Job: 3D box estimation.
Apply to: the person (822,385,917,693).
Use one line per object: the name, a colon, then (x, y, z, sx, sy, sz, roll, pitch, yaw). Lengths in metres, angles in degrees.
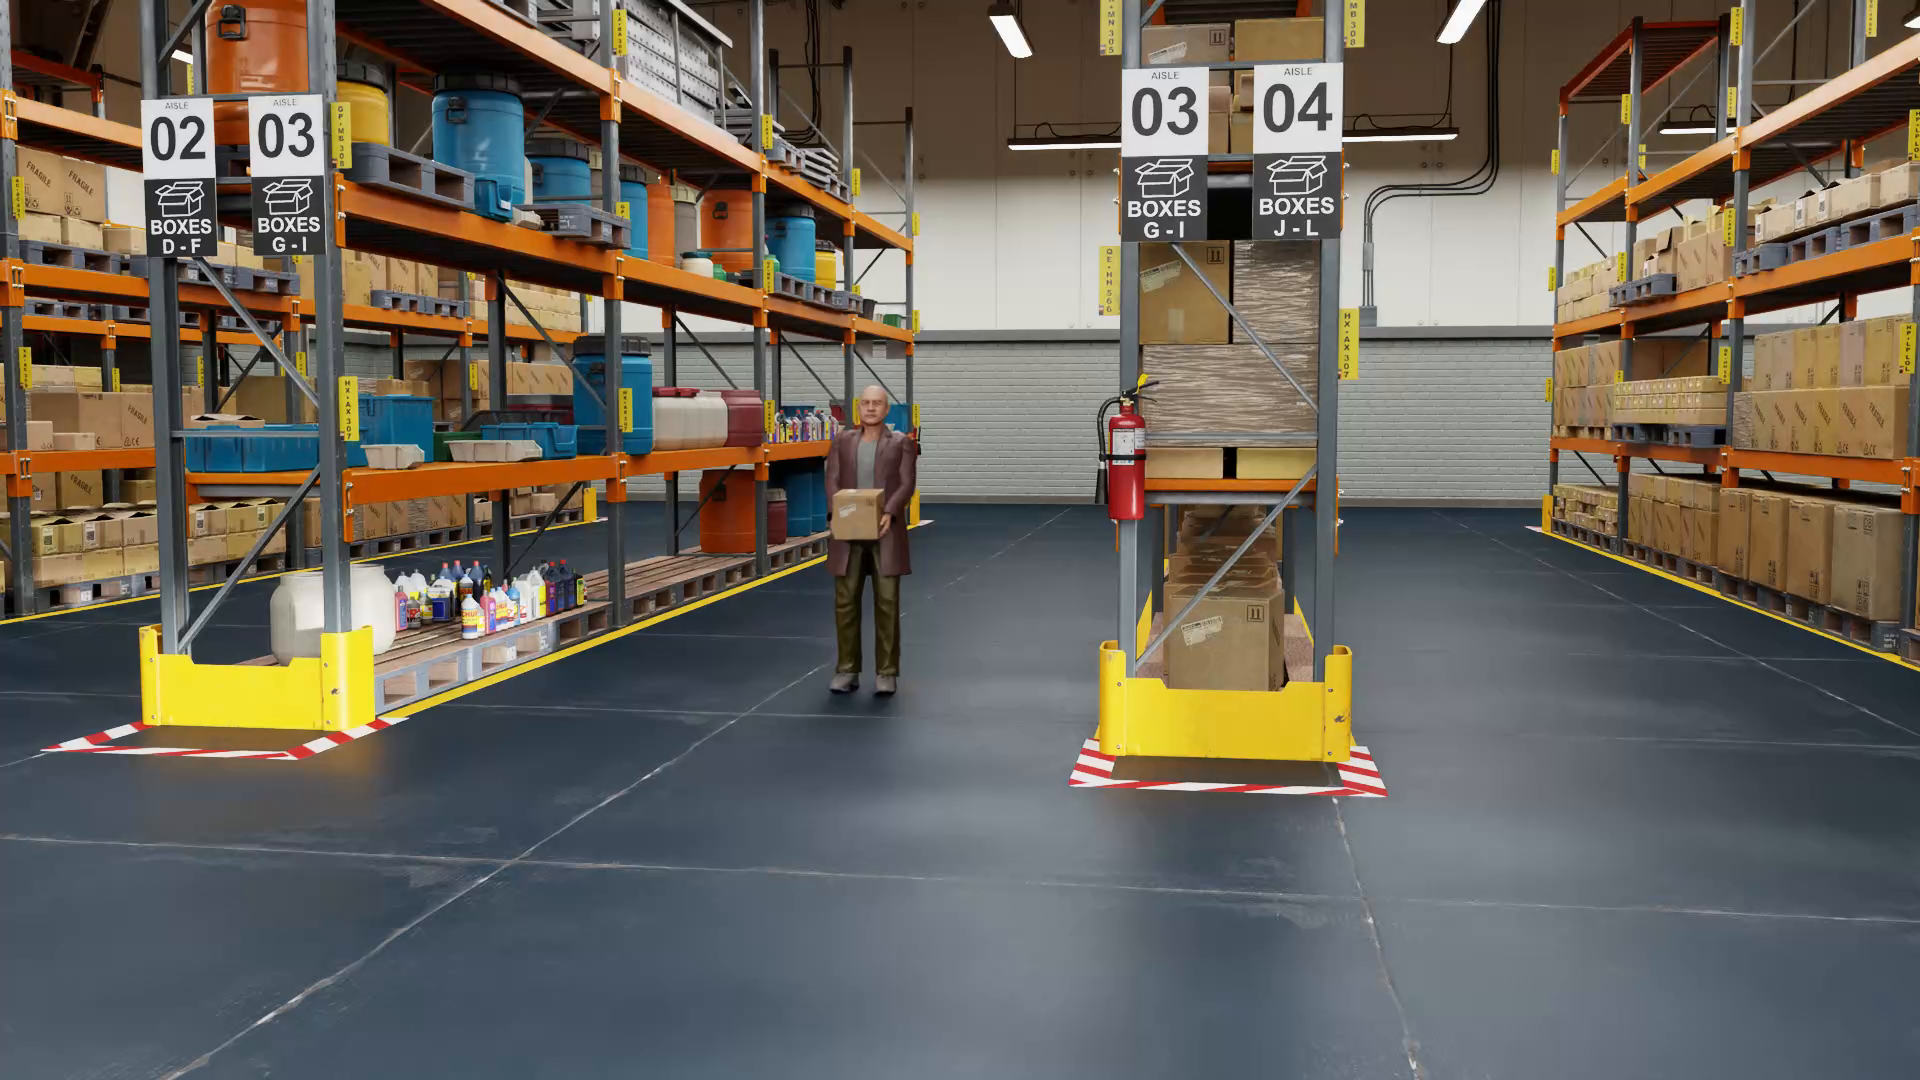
person: (-0.540, -0.007, 9.619, 0.554, 1.781, 0.527, 1, 4, 8)
